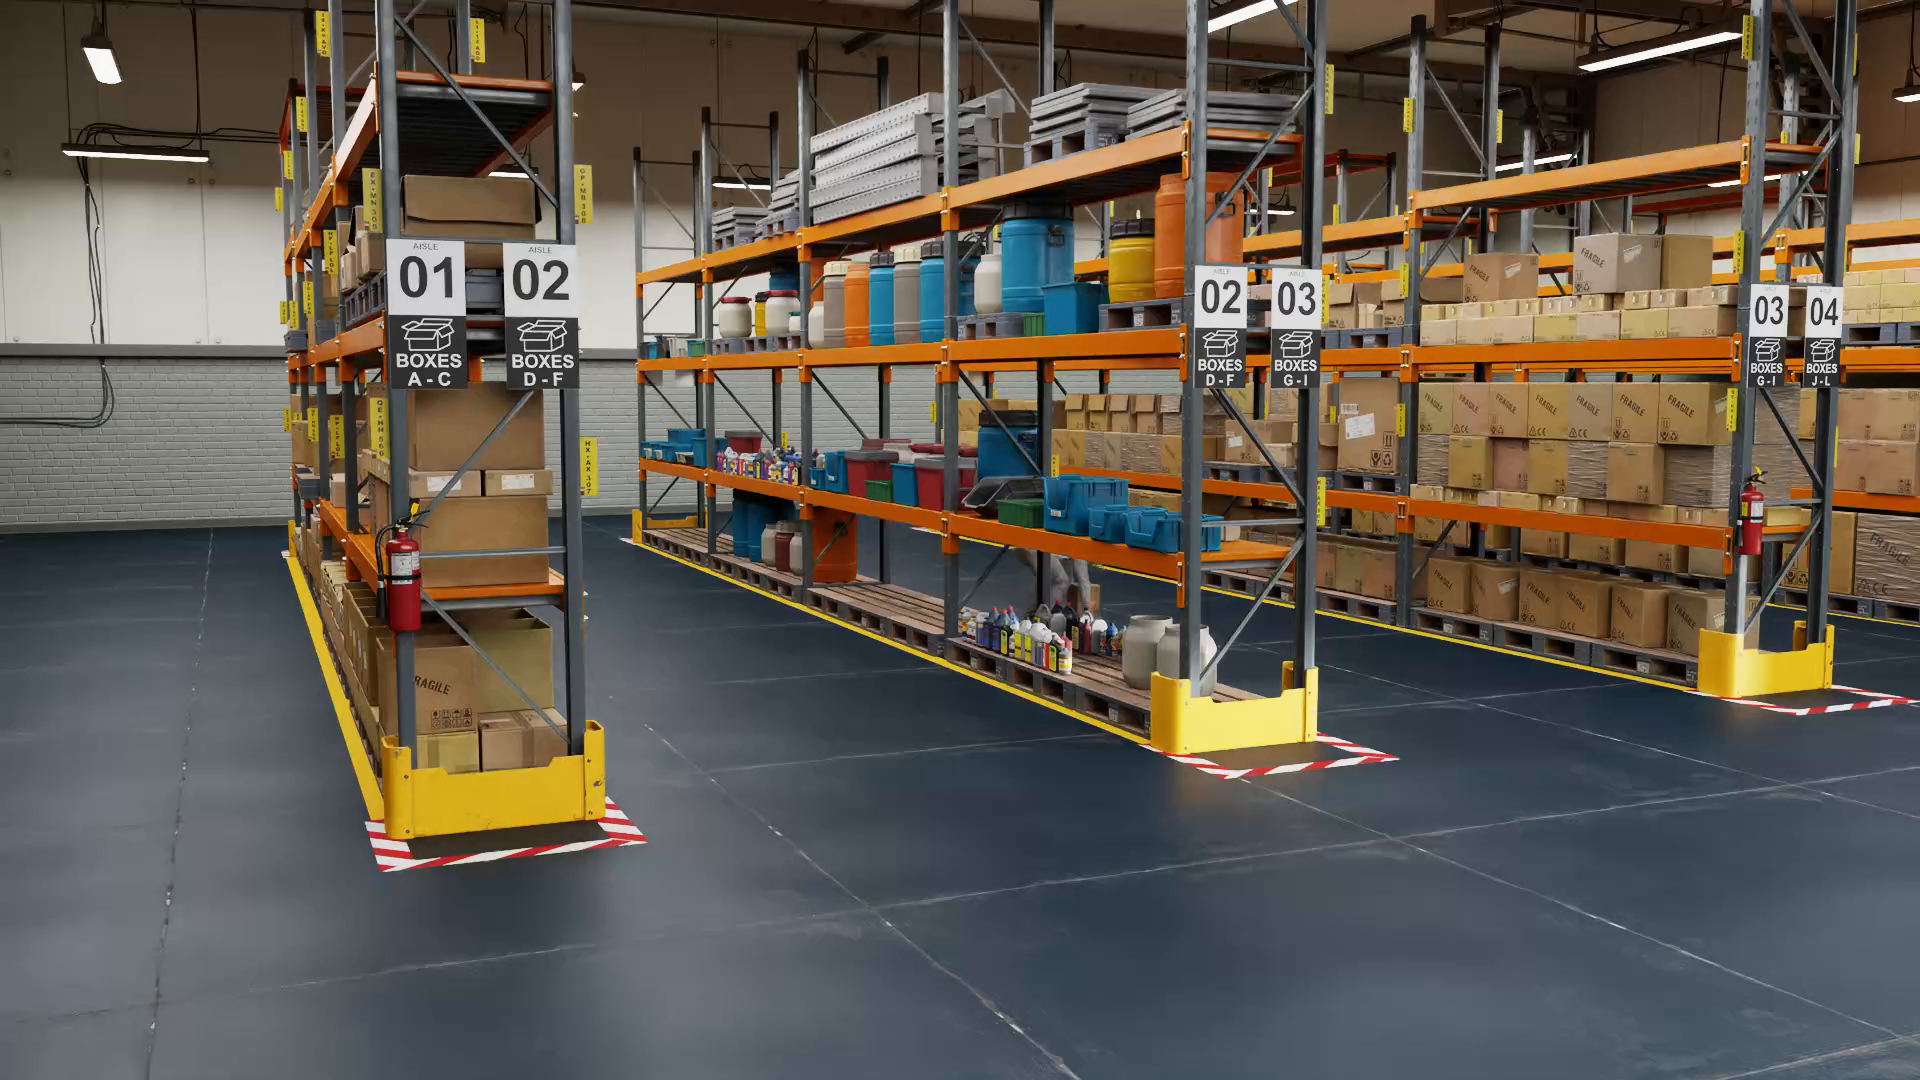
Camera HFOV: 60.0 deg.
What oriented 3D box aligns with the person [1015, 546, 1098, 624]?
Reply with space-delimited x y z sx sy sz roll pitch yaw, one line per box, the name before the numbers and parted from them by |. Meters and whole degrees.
person | 1.031 0.337 16.933 1.005 1.041 0.496 -3 6 -26
